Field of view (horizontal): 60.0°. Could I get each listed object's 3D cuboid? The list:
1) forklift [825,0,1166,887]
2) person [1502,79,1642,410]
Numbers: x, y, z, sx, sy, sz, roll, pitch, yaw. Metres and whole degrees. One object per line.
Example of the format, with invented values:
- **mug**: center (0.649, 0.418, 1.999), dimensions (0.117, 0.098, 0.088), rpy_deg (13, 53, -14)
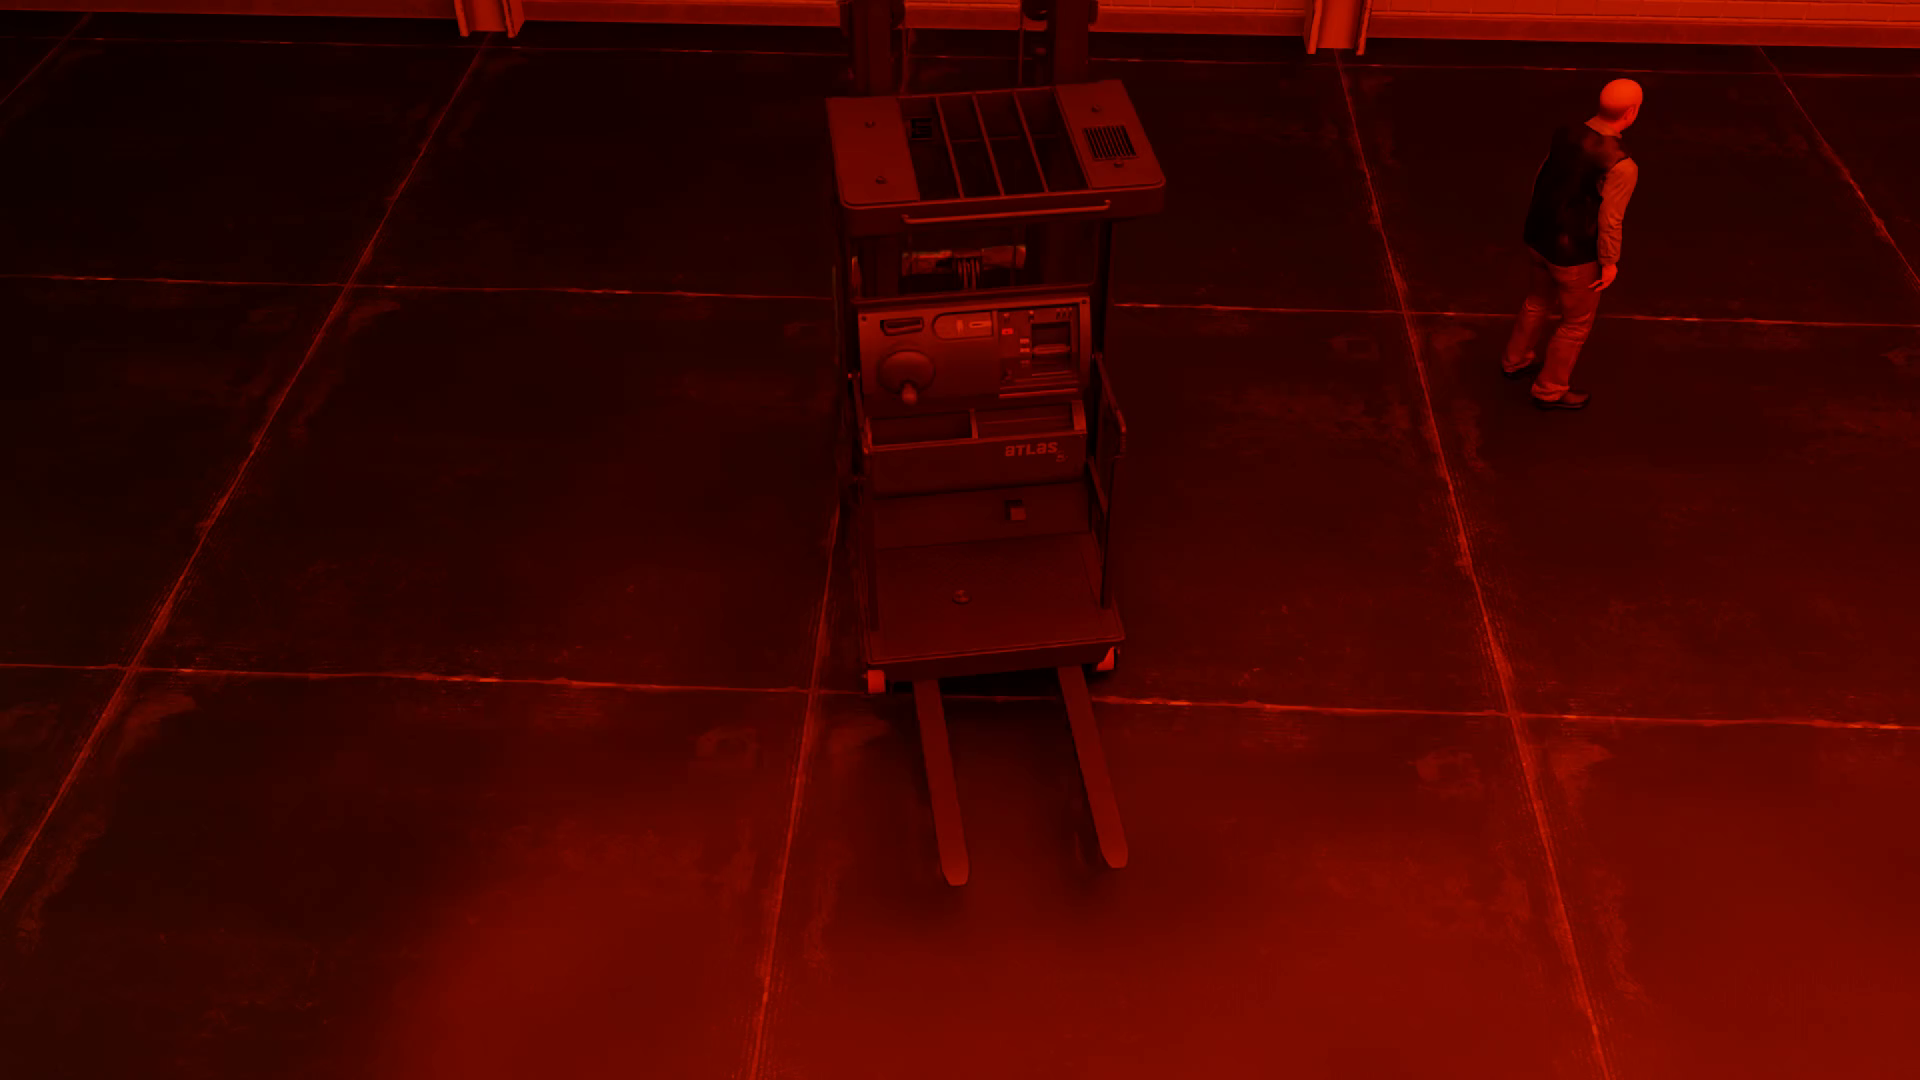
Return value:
- **forklift**: center (0.092, -0.674, 6.480), dimensions (1.130, 2.935, 3.031), rpy_deg (-5, 43, -6)
- **person**: center (3.016, -1.458, 8.240), dimensions (0.424, 1.719, 0.579), rpy_deg (-16, 45, -16)
